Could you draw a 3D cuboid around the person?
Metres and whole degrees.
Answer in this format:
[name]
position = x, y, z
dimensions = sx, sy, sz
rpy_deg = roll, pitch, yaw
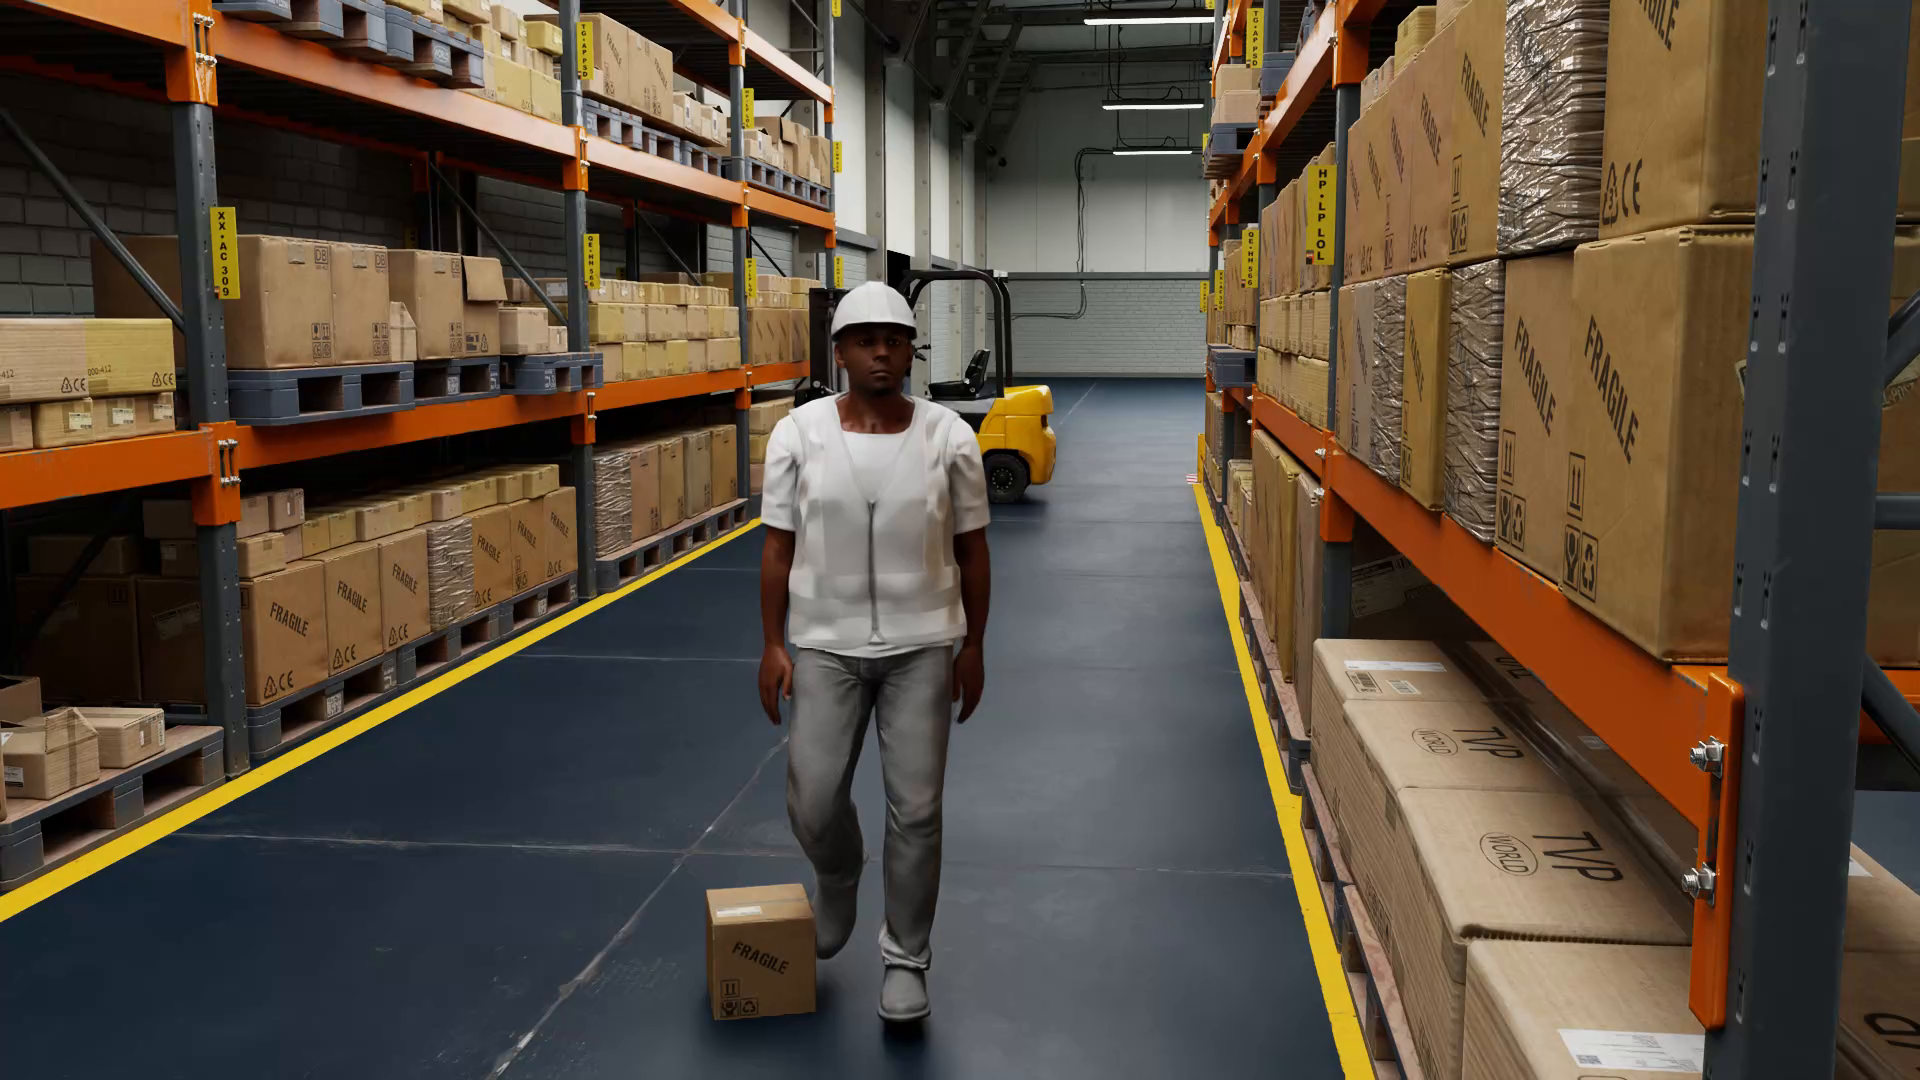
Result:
[person]
position = -0.208, 0.254, 4.065
dimensions = 0.571, 1.754, 0.563
rpy_deg = 0, 8, -3
